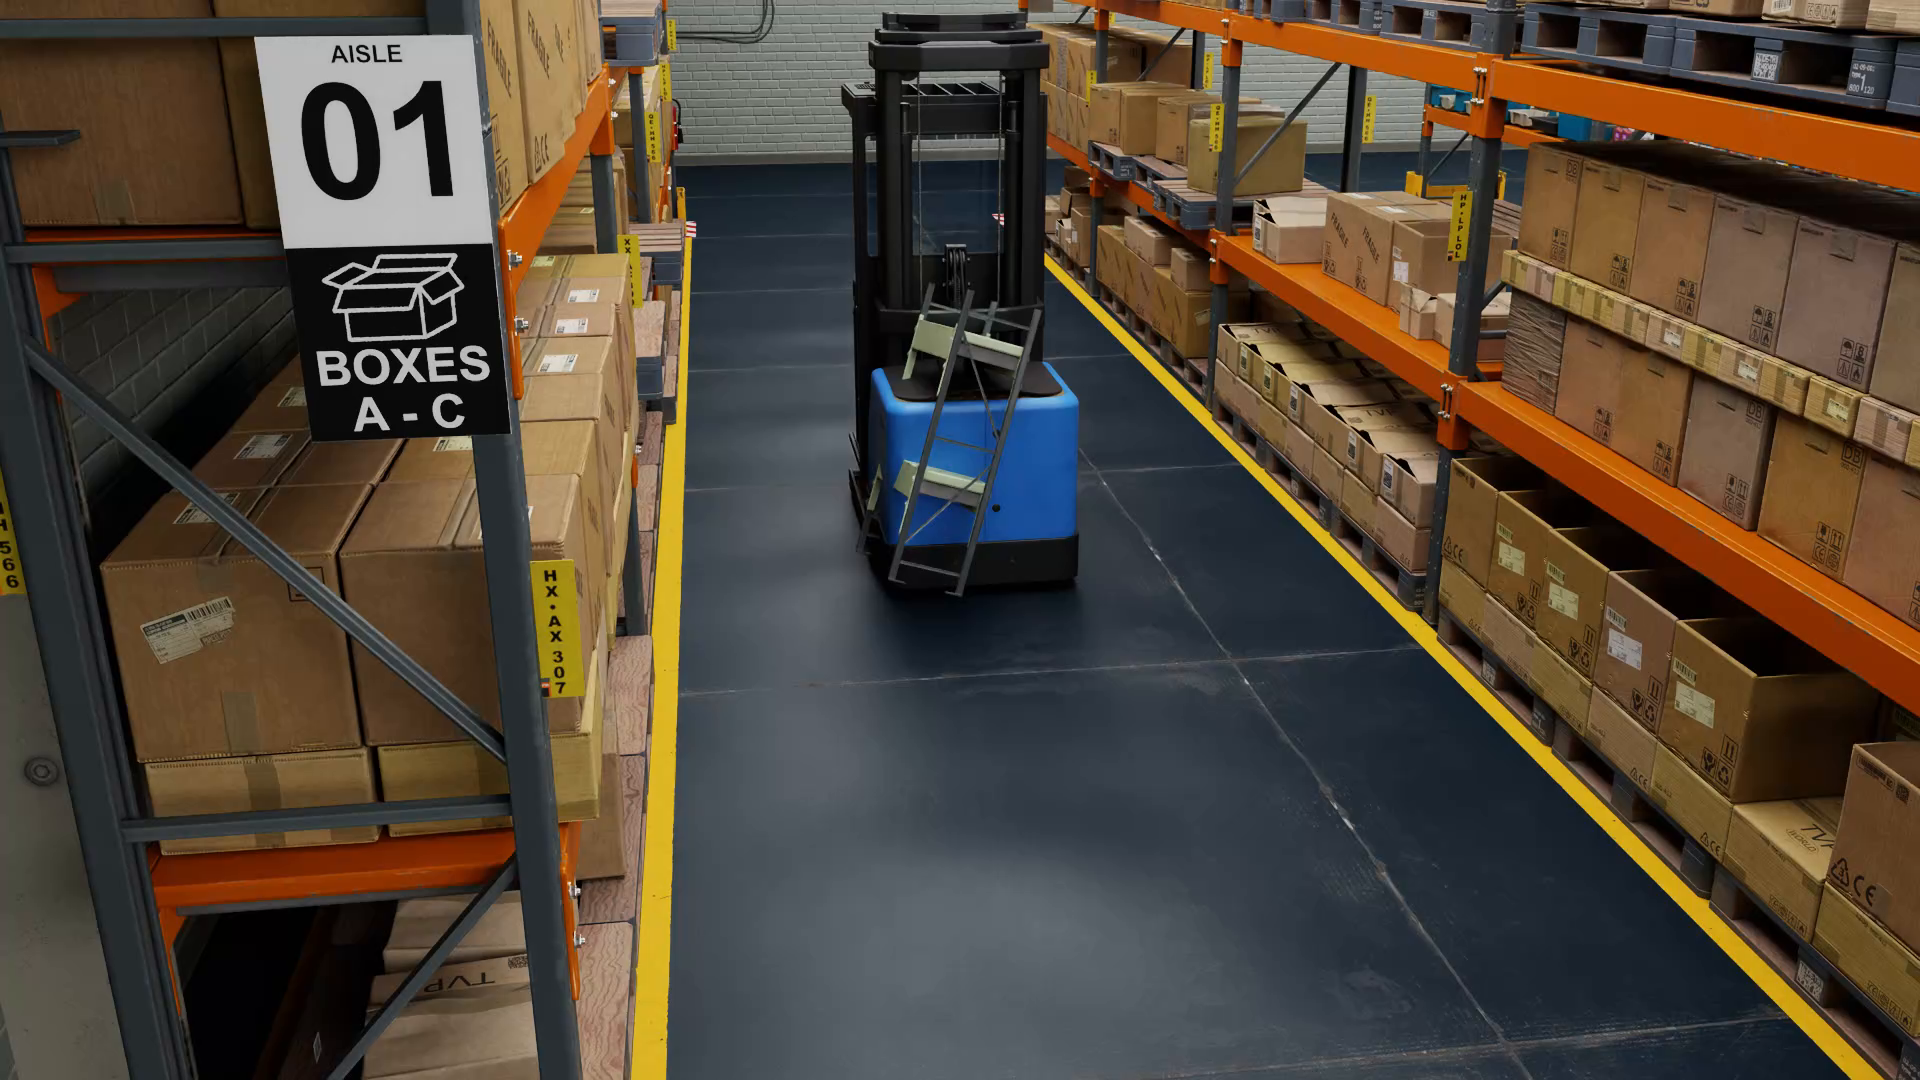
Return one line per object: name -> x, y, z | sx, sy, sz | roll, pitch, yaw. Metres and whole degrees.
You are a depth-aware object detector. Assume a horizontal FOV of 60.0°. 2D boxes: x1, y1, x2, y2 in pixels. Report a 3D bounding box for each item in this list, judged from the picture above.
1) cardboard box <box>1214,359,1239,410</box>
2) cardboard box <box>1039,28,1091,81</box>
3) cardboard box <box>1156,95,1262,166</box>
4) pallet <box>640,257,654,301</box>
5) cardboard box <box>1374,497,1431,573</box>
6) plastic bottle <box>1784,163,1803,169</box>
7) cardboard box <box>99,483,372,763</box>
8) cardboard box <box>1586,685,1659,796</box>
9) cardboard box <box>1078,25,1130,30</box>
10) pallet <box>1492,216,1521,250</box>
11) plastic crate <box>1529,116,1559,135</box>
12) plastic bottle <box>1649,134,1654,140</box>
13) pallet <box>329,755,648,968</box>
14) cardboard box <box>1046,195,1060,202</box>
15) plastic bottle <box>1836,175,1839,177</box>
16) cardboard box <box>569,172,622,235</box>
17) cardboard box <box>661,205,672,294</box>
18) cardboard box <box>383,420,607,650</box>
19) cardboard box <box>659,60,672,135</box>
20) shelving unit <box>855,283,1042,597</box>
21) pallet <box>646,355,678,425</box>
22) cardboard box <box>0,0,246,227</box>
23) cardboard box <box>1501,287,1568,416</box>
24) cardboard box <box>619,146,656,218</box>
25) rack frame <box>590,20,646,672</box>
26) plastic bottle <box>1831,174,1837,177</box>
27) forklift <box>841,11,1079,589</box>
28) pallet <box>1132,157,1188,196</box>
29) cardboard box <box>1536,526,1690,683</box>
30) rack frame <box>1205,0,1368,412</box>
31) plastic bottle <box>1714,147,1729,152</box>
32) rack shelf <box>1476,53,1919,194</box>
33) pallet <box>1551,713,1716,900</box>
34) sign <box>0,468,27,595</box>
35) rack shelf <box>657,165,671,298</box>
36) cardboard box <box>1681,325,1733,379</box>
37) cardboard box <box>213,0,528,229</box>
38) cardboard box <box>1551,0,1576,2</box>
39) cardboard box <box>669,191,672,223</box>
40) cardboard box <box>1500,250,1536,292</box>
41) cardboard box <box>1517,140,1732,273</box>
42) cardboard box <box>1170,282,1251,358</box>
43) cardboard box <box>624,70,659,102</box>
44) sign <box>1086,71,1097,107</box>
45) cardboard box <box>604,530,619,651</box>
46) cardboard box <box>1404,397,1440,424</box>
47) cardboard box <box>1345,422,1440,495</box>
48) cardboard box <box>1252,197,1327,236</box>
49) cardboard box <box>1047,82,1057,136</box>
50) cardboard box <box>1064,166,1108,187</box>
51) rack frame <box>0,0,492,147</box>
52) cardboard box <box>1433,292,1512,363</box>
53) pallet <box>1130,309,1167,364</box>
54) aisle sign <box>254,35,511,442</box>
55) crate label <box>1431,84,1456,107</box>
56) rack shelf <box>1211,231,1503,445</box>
cardboard box -> 2.107, -1.103, 11.711 | 0.500, 0.250, 0.500 | -3, 21, -8
cardboard box -> 1.122, -5.154, 17.657 | 0.500, 0.500, 0.500 | -3, 21, -7
cardboard box -> 2.062, -3.410, 13.816 | 0.700, 0.500, 0.500 | -8, 22, -21
pallet -> -2.253, -1.366, 9.360 | 1.003, 0.211, 1.213 | -3, 21, -8
cardboard box -> 2.552, -0.043, 8.874 | 0.500, 0.250, 0.500 | -3, 21, -8
plastic bottle -> 7.132, -3.263, 14.237 | 0.144, 0.351, 0.185 | -3, 21, -8
cardboard box -> -1.704, 0.188, 4.040 | 0.500, 0.500, 0.500 | -3, 21, -8
cardboard box -> 2.878, 0.781, 6.667 | 0.500, 0.250, 0.500 | -3, 21, -8
cardboard box -> 1.579, -5.360, 18.209 | 0.500, 0.500, 0.500 | -2, 21, -6
pallet -> 6.324, -3.393, 18.500 | 1.003, 0.211, 1.213 | -3, 21, -8
plastic crate -> 6.221, -4.297, 17.241 | 0.437, 0.125, 0.590 | -3, 21, -8
plastic bottle -> 6.380, -3.616, 15.294 | 0.097, 0.271, 0.097 | 0, 20, 0
pallet -> -1.691, 1.206, 6.185 | 1.003, 0.211, 1.213 | -3, 21, -8
cardboard box -> 1.039, -3.702, 18.643 | 0.500, 0.250, 0.500 | -3, 21, -8
plastic bottle -> 7.359, -3.106, 13.929 | 0.097, 0.271, 0.097 | 0, 20, 0
cardboard box -> -2.300, -1.800, 9.476 | 0.700, 0.500, 0.500 | -3, 21, -8
cardboard box -> -2.933, -2.495, 14.582 | 0.750, 0.750, 0.750 | -3, 21, -7
cardboard box -> -1.259, -0.012, 4.575 | 0.500, 0.500, 0.500 | -3, 21, -8
cardboard box -> -3.533, -4.622, 17.376 | 0.980, 0.700, 0.700 | -3, 21, -8
shelving unit -> -0.080, -0.543, 8.682 | 0.431, 1.500, 0.755 | 13, 7, -18
pallet -> -2.618, -1.110, 12.385 | 1.003, 0.211, 1.213 | -3, 21, -8
cardboard box -> -1.736, -0.962, 3.547 | 0.500, 0.500, 0.500 | -1, 21, -4
cardboard box -> 2.969, -0.899, 7.693 | 0.700, 0.500, 0.500 | -3, 21, -9
cardboard box -> -2.396, -2.516, 11.568 | 0.500, 0.500, 0.500 | -2, 21, -6
rack frame -> -2.002, -0.754, 7.448 | 1.000, 3.000, 0.127 | -3, 21, -8
plastic bottle -> 6.744, -2.703, 12.832 | 0.061, 0.283, 0.133 | -3, 21, -8
forklift -> -0.096, -1.591, 9.787 | 1.130, 2.935, 3.031 | -3, 21, -8
pallet -> 2.038, -2.973, 13.665 | 1.003, 0.211, 1.213 | -3, 21, -8
cardboard box -> 2.800, 0.257, 6.998 | 0.500, 0.500, 0.500 | -3, 21, -8
rack frame -> 2.322, -2.390, 11.829 | 1.000, 3.000, 0.127 | -3, 21, -8
plastic bottle -> 6.552, -3.297, 14.328 | 0.144, 0.351, 0.185 | -3, 21, -8
rack shelf -> 3.187, -1.381, 5.868 | 1.077, 0.370, 4.000 | -3, 21, -8
pallet -> 3.151, 1.002, 6.732 | 1.003, 0.211, 1.213 | -3, 21, -8
sign -> -1.978, -0.039, 3.426 | 0.100, 0.325, 0.005 | -3, 21, -8
rack shelf -> -2.867, -2.495, 13.136 | 1.077, 0.370, 4.000 | -3, 21, -8
cardboard box -> 2.973, -0.717, 6.279 | 0.380, 0.149, 0.250 | -3, 21, -8
cardboard box -> -1.227, -0.959, 3.538 | 0.500, 0.500, 0.500 | -2, 21, -6
cardboard box -> 2.711, -2.532, 6.978 | 0.500, 0.500, 0.500 | -1, 21, -3
cardboard box -> -3.460, -3.524, 17.837 | 0.700, 0.500, 0.500 | -3, 21, -8
cardboard box -> 2.746, -1.253, 7.715 | 0.380, 0.149, 0.250 | -3, 21, -8
cardboard box -> 2.969, -1.507, 7.466 | 0.700, 0.500, 0.500 | -3, 21, -7
cardboard box -> 1.955, -1.737, 13.025 | 0.500, 0.500, 0.500 | -2, 21, -6
cardboard box -> -2.771, -3.745, 13.787 | 0.500, 0.250, 0.500 | -2, 21, -7
sign -> 1.210, -4.151, 15.305 | 0.100, 0.325, 0.005 | -3, 21, -8
cardboard box -> -1.338, 0.151, 5.211 | 0.500, 0.250, 0.500 | -3, 21, -9
cardboard box -> 2.943, -0.685, 9.791 | 0.500, 0.311, 0.500 | -4, 21, -10
cardboard box -> 2.476, -0.482, 9.248 | 0.500, 0.311, 0.500 | -2, 21, -6
cardboard box -> 2.332, -2.220, 11.501 | 0.500, 0.311, 0.500 | -2, 21, -4
cardboard box -> 1.192, -4.515, 17.374 | 0.500, 0.500, 0.500 | -3, 21, -7
cardboard box -> 1.491, -4.019, 19.135 | 0.500, 0.500, 0.500 | -3, 21, -8
rack frame -> -1.426, -2.180, 2.691 | 1.000, 3.000, 0.127 | -3, 21, -8
cardboard box -> 2.785, -1.103, 8.598 | 0.500, 0.250, 0.500 | -2, 21, -4
pallet -> 2.080, -1.766, 14.142 | 1.003, 0.211, 1.213 | -3, 21, -8
aisle sign -> -1.119, -0.577, 3.259 | 0.394, 0.787, 0.004 | -3, 21, -8
crate label -> 5.781, -5.256, 19.656 | 0.416, 0.233, 0.303 | -3, 21, -8
rack shelf -> 2.611, -1.361, 10.101 | 1.077, 0.370, 4.000 | -3, 21, -8
